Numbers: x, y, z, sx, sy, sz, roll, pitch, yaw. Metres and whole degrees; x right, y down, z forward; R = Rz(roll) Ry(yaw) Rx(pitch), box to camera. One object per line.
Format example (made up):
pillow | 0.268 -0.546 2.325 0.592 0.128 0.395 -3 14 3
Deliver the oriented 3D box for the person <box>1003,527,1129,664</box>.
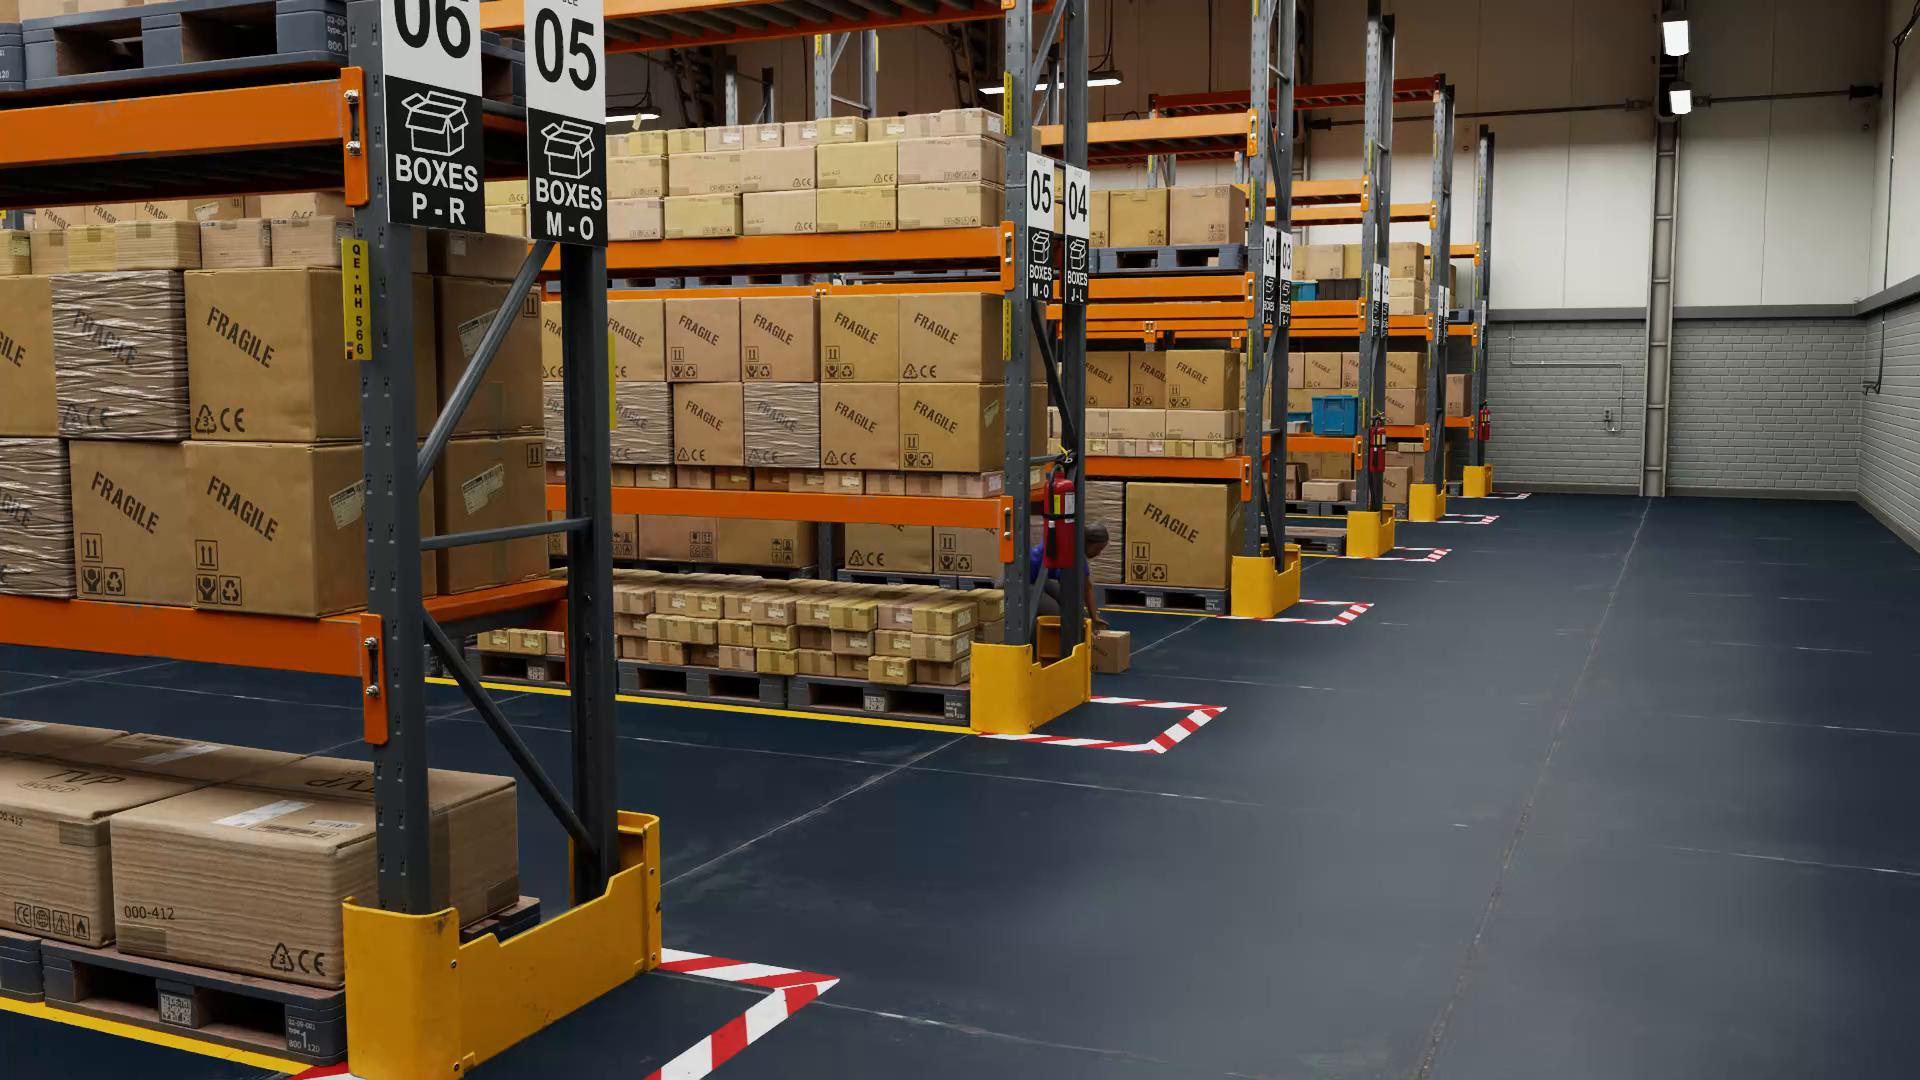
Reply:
person | 0.719 0.391 11.363 0.878 0.971 0.429 2 6 21
